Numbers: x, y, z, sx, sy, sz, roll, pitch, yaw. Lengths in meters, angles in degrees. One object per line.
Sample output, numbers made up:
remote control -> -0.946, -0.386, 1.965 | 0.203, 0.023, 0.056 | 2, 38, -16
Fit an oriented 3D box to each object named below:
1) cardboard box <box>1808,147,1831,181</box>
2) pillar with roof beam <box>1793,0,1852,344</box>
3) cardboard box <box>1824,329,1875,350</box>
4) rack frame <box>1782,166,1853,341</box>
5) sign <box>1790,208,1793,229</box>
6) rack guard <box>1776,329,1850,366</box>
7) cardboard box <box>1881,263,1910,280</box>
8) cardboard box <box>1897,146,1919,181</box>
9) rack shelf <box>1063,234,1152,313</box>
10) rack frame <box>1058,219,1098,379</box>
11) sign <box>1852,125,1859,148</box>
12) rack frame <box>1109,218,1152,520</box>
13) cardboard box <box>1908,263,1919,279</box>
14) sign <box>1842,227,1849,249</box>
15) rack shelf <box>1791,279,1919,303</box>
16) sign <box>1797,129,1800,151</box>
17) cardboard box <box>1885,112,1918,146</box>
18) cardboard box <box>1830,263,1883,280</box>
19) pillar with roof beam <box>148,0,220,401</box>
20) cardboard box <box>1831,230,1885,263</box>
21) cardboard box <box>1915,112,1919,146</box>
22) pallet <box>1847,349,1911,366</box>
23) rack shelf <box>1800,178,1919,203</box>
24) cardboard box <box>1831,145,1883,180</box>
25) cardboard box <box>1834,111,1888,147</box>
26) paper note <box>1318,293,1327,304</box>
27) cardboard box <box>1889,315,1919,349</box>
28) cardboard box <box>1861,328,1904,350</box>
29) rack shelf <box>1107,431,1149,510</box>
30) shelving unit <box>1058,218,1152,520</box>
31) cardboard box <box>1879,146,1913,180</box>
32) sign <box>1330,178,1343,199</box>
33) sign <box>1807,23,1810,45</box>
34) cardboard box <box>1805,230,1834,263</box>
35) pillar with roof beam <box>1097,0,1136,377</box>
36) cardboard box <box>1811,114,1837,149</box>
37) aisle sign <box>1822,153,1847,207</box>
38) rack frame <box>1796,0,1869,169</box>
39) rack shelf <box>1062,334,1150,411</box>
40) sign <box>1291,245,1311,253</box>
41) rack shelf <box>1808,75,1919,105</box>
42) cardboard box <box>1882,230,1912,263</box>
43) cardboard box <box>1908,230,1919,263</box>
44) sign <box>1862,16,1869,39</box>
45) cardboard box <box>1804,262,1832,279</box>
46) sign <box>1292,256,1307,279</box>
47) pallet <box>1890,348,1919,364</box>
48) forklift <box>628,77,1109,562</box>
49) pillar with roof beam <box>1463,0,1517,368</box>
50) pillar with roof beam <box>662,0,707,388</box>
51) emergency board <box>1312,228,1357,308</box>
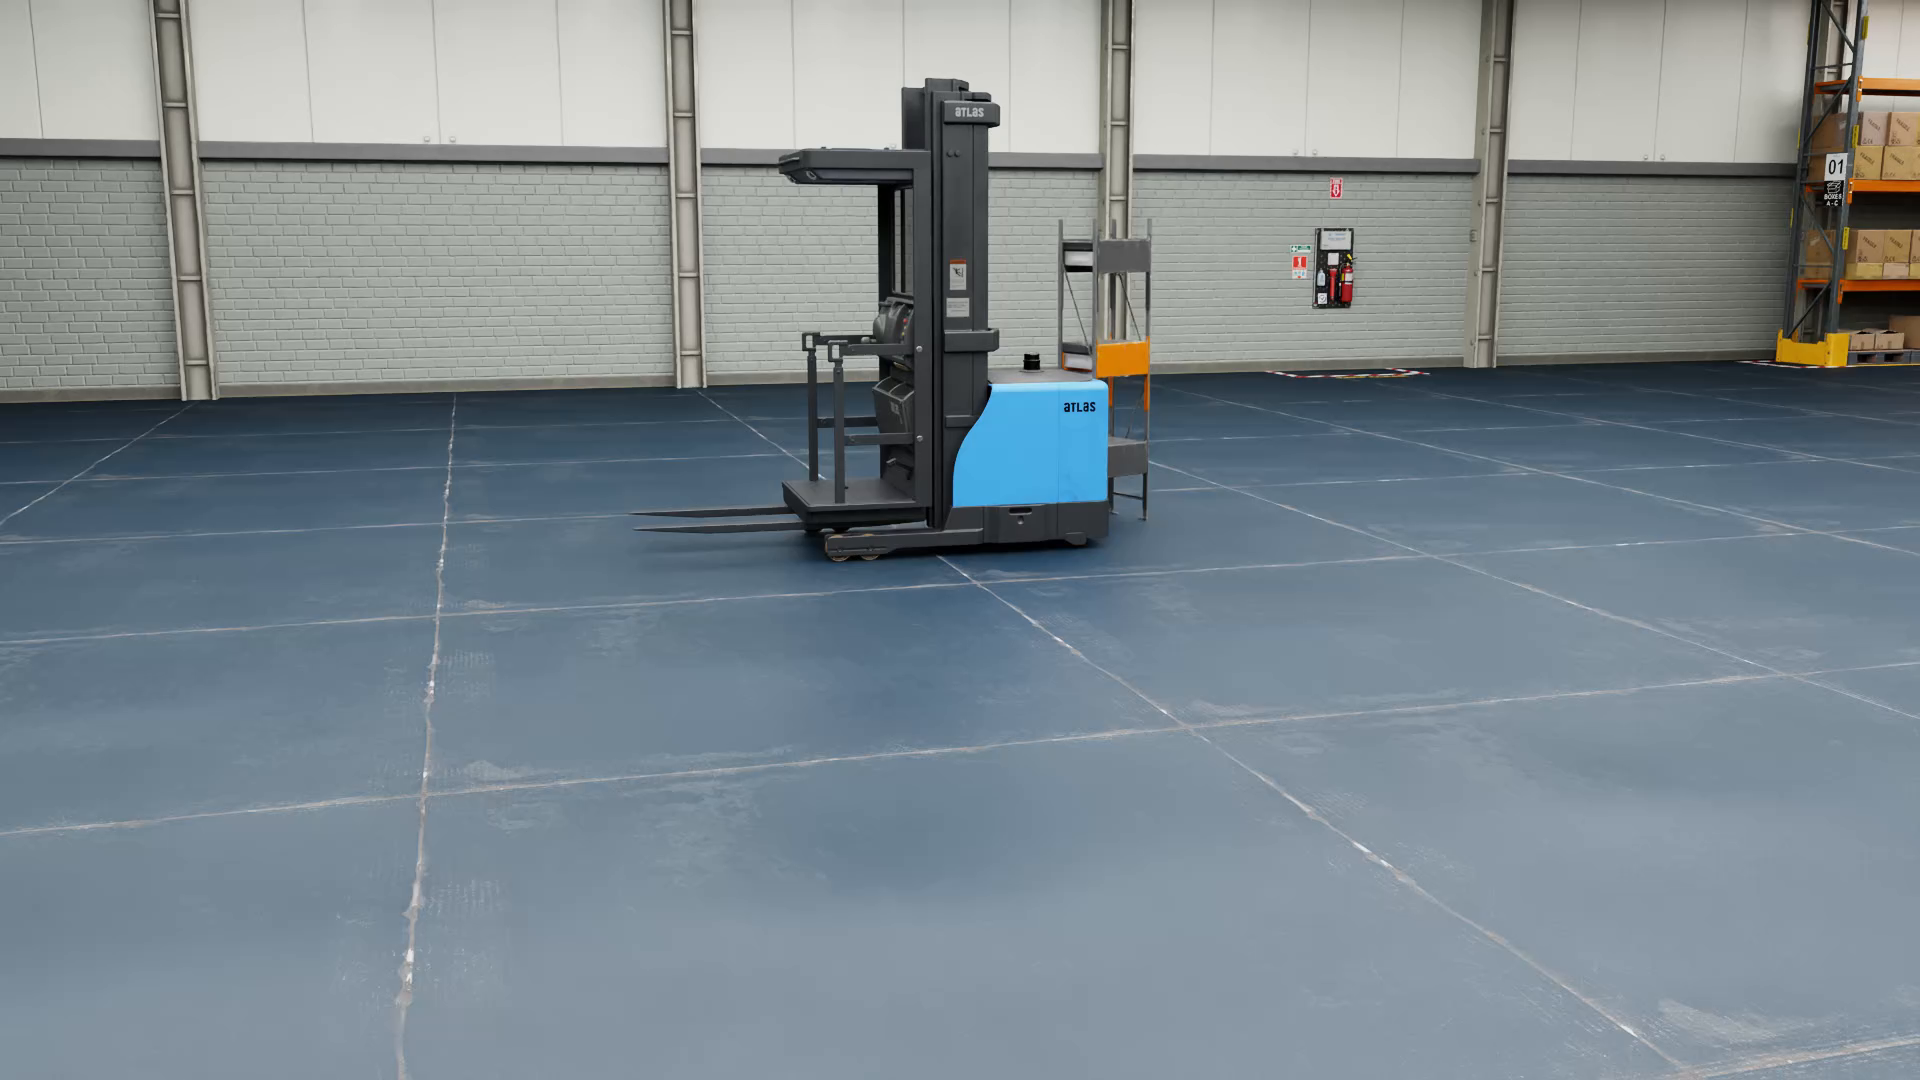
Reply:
cardboard box -> 13.598, -5.839, 25.864 | 0.500, 0.500, 0.500 | -2, 11, -12
pillar with roof beam -> 14.901, -6.628, 22.193 | 0.400, 9.000, 9.100 | -3, 11, -16
cardboard box -> 13.957, -3.153, 26.101 | 0.500, 0.311, 0.500 | -4, 11, -22
rack frame -> 13.268, -4.240, 25.792 | 0.127, 3.000, 1.000 | -3, 11, -16
sign -> 13.132, -5.062, 26.189 | 0.005, 0.325, 0.100 | -3, 11, -16
rack guard -> 13.341, -3.014, 26.040 | 0.348, 0.500, 1.175 | -3, 11, -16
cardboard box -> 14.320, -4.174, 25.795 | 0.500, 0.250, 0.500 | -3, 11, -18
cardboard box -> 14.682, -5.796, 25.626 | 0.500, 0.500, 0.500 | -2, 11, -13
rack shelf -> 0.999, -1.848, 11.483 | 0.480, 0.518, 0.431 | -8, 13, -35
rack frame -> 0.807, -1.145, 11.469 | 0.015, 2.100, 0.400 | -8, 13, -35
sign -> 13.420, -6.051, 24.929 | 0.005, 0.325, 0.100 | -3, 11, -16
rack frame -> 1.200, -1.202, 11.752 | 0.015, 2.100, 0.400 | -8, 13, -35
cardboard box -> 14.810, -4.199, 25.929 | 0.500, 0.250, 0.500 | -3, 11, -17
sign -> 13.420, -4.571, 25.202 | 0.005, 0.325, 0.100 | -3, 11, -16
rack shelf -> 15.188, -3.987, 26.407 | 4.000, 0.370, 1.077 | -3, 11, -16
sign -> 13.132, -6.248, 25.970 | 0.005, 0.325, 0.100 | -3, 11, -16
cardboard box -> 14.201, -6.260, 25.386 | 0.500, 0.500, 0.500 | -3, 11, -17
cardboard box -> 13.825, -4.145, 25.639 | 0.500, 0.250, 0.500 | -3, 11, -18
pillar with roof beam -> -8.142, -5.413, 15.596 | 0.400, 9.000, 9.100 | -3, 11, -16
cardboard box -> 13.810, -4.517, 25.584 | 0.500, 0.500, 0.500 | -3, 11, -16
cardboard box -> 14.690, -6.288, 25.538 | 0.500, 0.500, 0.500 | -3, 11, -14
pallet -> 14.131, -2.907, 26.256 | 1.213, 0.211, 1.003 | -3, 11, -16
rack shelf -> 15.188, -5.462, 26.136 | 4.000, 0.370, 1.077 | -3, 11, -16
cardboard box -> 13.659, -5.748, 25.366 | 0.500, 0.500, 0.500 | -3, 11, -14
cardboard box -> 13.706, -6.243, 25.296 | 0.500, 0.500, 0.500 | -4, 11, -20
paper note -> 5.365, -3.573, 24.605 | 0.142, 0.148, 0.016 | -3, 11, -16
cardboard box -> 15.223, -3.304, 26.395 | 0.500, 0.500, 0.700 | -4, 11, -20
cardboard box -> 14.505, -3.182, 26.258 | 0.500, 0.311, 0.500 | -2, 11, -11
rack shelf -> 1.008, -0.472, 11.743 | 0.480, 0.518, 0.431 | -8, 13, -35
shelving unit -> 1.003, -1.174, 11.610 | 0.503, 2.100, 0.431 | -8, 13, -35
cardboard box -> 14.184, -5.769, 25.480 | 0.500, 0.500, 0.500 | -2, 11, -12
sign -> 5.518, -5.161, 24.391 | 0.199, 0.298, 0.001 | -3, 11, -16
sign -> 13.132, -7.825, 25.680 | 0.005, 0.325, 0.100 | -3, 11, -16
cardboard box -> 13.661, -4.606, 26.067 | 0.500, 0.500, 0.500 | -3, 11, -17
pillar with roof beam -> 3.380, -6.020, 18.895 | 0.400, 9.000, 9.100 | -3, 11, -16
cardboard box -> 13.609, -6.333, 25.785 | 0.500, 0.500, 0.500 | -3, 11, -13
aisle sign -> 13.283, -5.463, 25.254 | 0.004, 0.787, 0.394 | -3, 11, -16
rack frame -> 13.268, -7.190, 25.249 | 0.127, 3.000, 1.000 | -3, 11, -16
rack shelf -> 1.004, -1.160, 11.613 | 0.480, 0.518, 0.431 | -8, 13, -35
sign -> 5.001, -4.270, 24.396 | 0.331, 0.109, 0.001 | -3, 11, -16
rack shelf -> 15.188, -6.936, 25.865 | 4.000, 0.370, 1.077 | -3, 11, -16
cardboard box -> 14.287, -4.540, 25.710 | 0.500, 0.500, 0.500 | -3, 11, -16
cardboard box -> 14.785, -4.565, 25.846 | 0.500, 0.500, 0.500 | -3, 11, -18
sign -> 13.419, -7.594, 24.645 | 0.005, 0.325, 0.100 | -3, 11, -16
cardboard box -> 13.662, -4.233, 26.116 | 0.500, 0.250, 0.500 | -3, 11, -15
sign -> 4.994, -4.011, 24.451 | 0.234, 0.329, 0.001 | -3, 11, -16
pallet -> 15.300, -2.968, 26.588 | 1.213, 0.211, 1.003 | -3, 11, -16
forklift -> -0.609, -1.413, 10.628 | 3.031, 2.935, 1.130 | -3, 11, -14
pillar with roof beam -> 9.141, -6.324, 20.544 | 0.400, 9.000, 9.100 | -3, 11, -16
pillar with roof beam -> -2.381, -5.717, 17.246 | 0.400, 9.000, 9.100 | -3, 11, -16
emergency board -> 5.554, -4.004, 24.509 | 0.643, 1.169, 0.194 | -3, 11, -16
